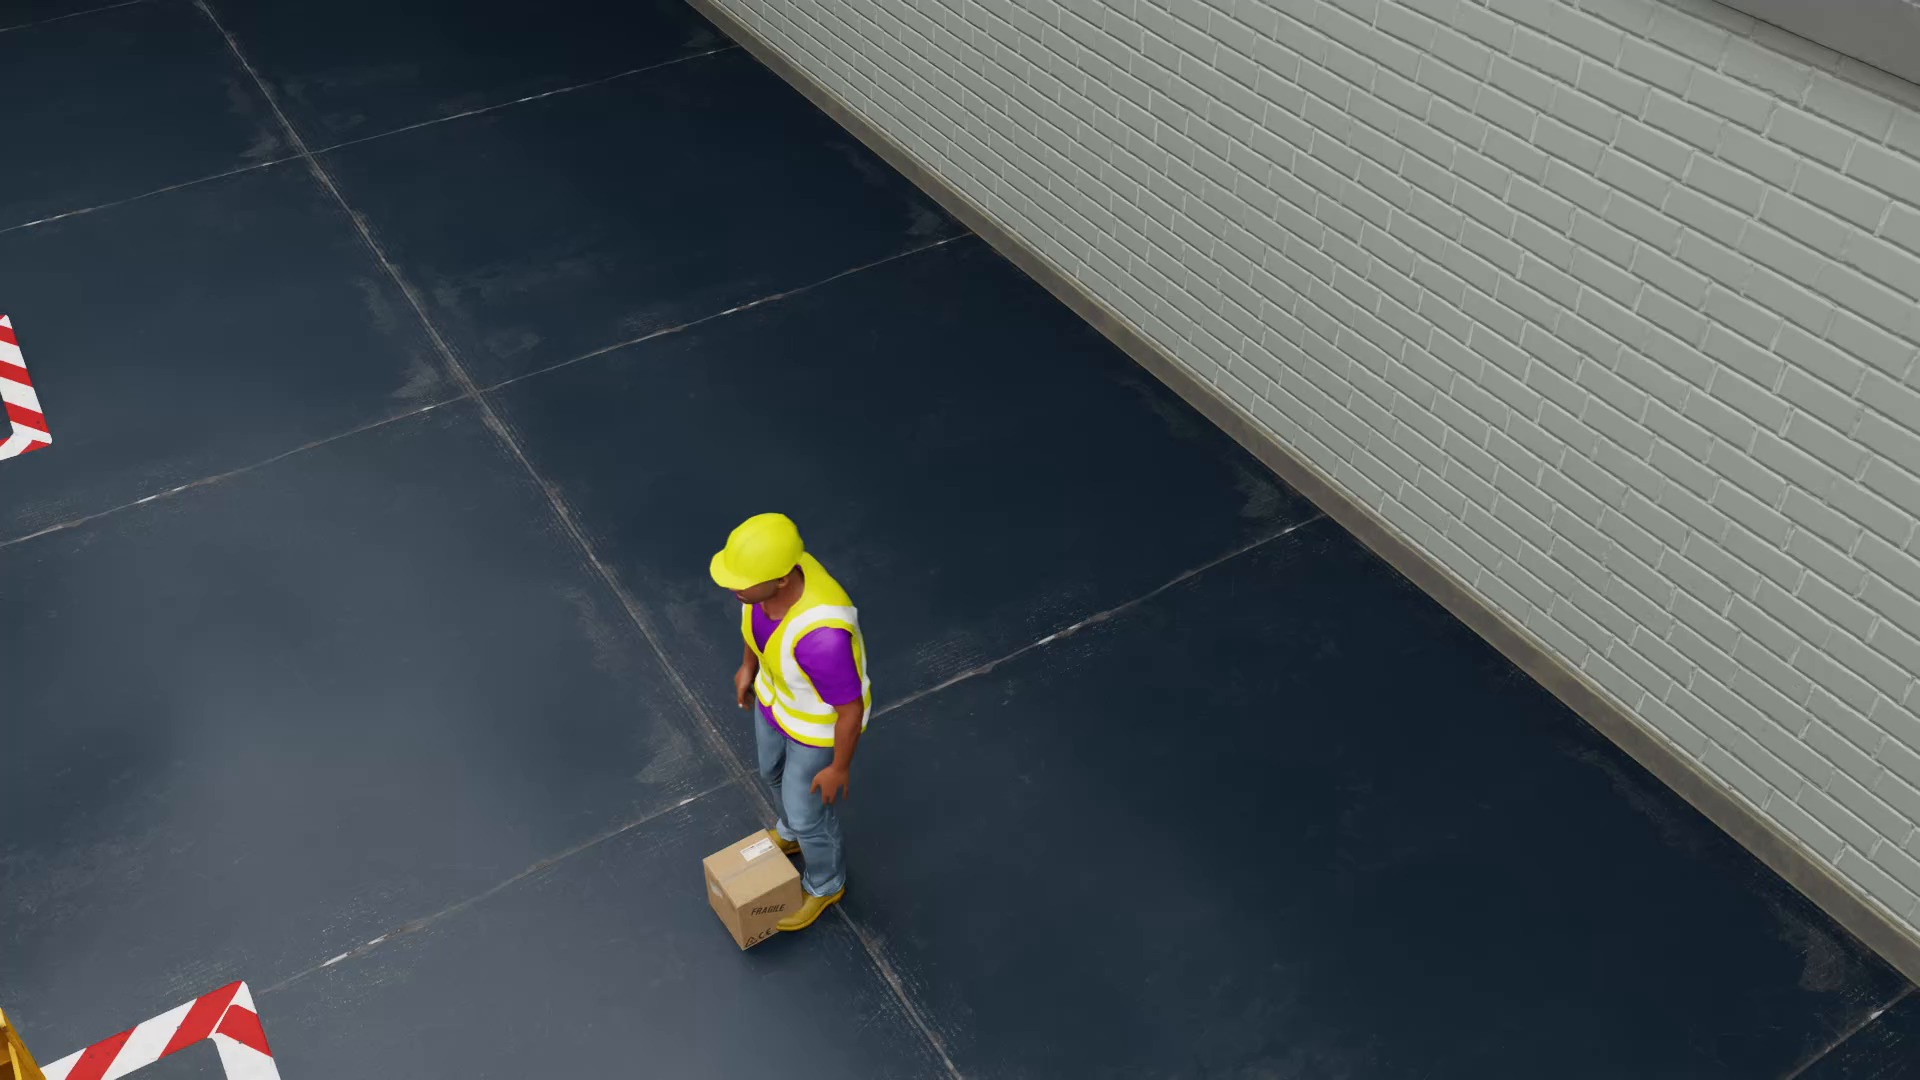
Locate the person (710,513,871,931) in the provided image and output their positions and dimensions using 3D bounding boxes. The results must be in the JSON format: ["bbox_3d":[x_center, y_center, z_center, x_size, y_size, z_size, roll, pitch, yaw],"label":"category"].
[{"bbox_3d":[-0.543,0.577,5.469,0.461,1.760,0.636,-24,46,-25],"label":"person"}]
